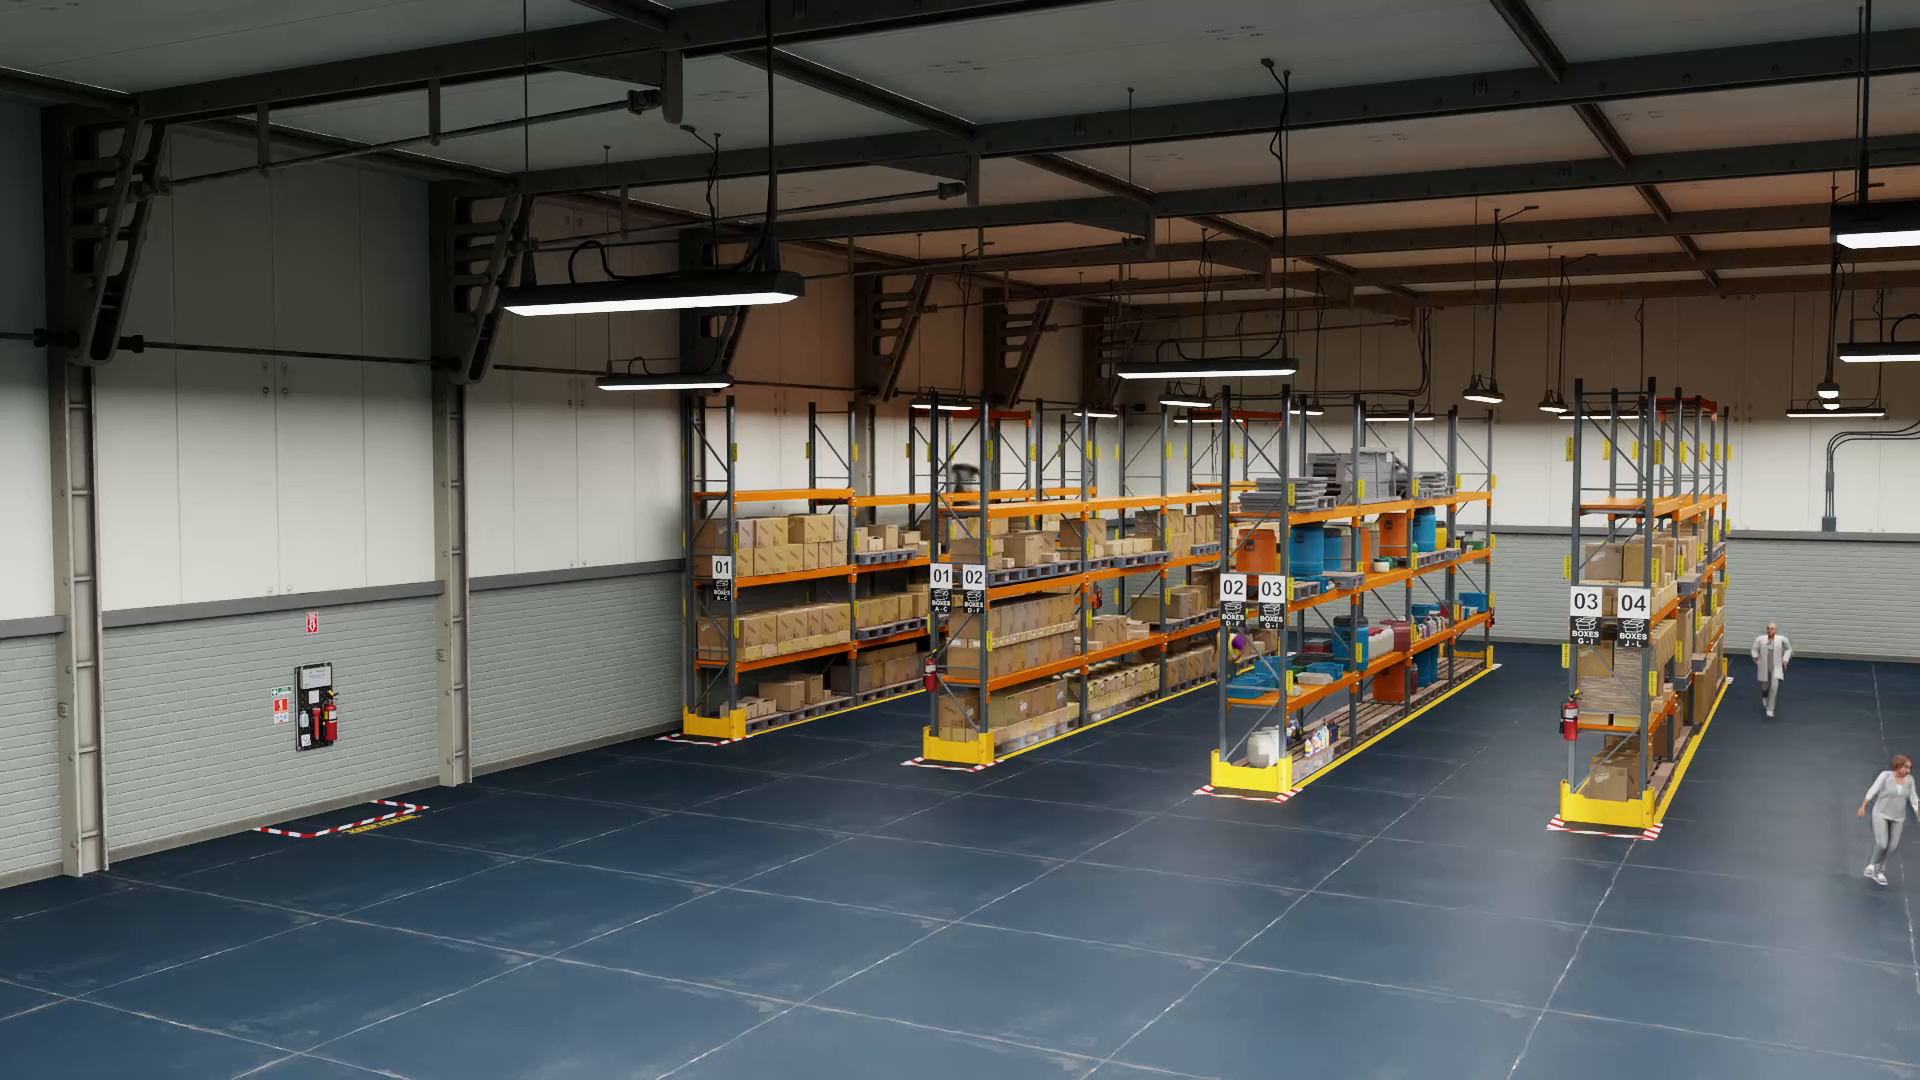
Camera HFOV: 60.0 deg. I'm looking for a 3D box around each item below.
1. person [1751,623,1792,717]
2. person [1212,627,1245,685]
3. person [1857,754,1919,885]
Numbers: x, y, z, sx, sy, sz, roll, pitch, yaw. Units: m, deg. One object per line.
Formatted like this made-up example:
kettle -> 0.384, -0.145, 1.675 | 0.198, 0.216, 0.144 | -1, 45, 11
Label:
person -> 15.533, 2.456, 31.846 | 0.696, 1.760, 0.952 | 2, 3, 27
person -> 5.464, 2.436, 33.548 | 0.702, 1.607, 1.131 | 2, 3, 29
person -> 10.746, 3.226, 19.179 | 0.541, 1.562, 0.612 | 0, 3, 2
